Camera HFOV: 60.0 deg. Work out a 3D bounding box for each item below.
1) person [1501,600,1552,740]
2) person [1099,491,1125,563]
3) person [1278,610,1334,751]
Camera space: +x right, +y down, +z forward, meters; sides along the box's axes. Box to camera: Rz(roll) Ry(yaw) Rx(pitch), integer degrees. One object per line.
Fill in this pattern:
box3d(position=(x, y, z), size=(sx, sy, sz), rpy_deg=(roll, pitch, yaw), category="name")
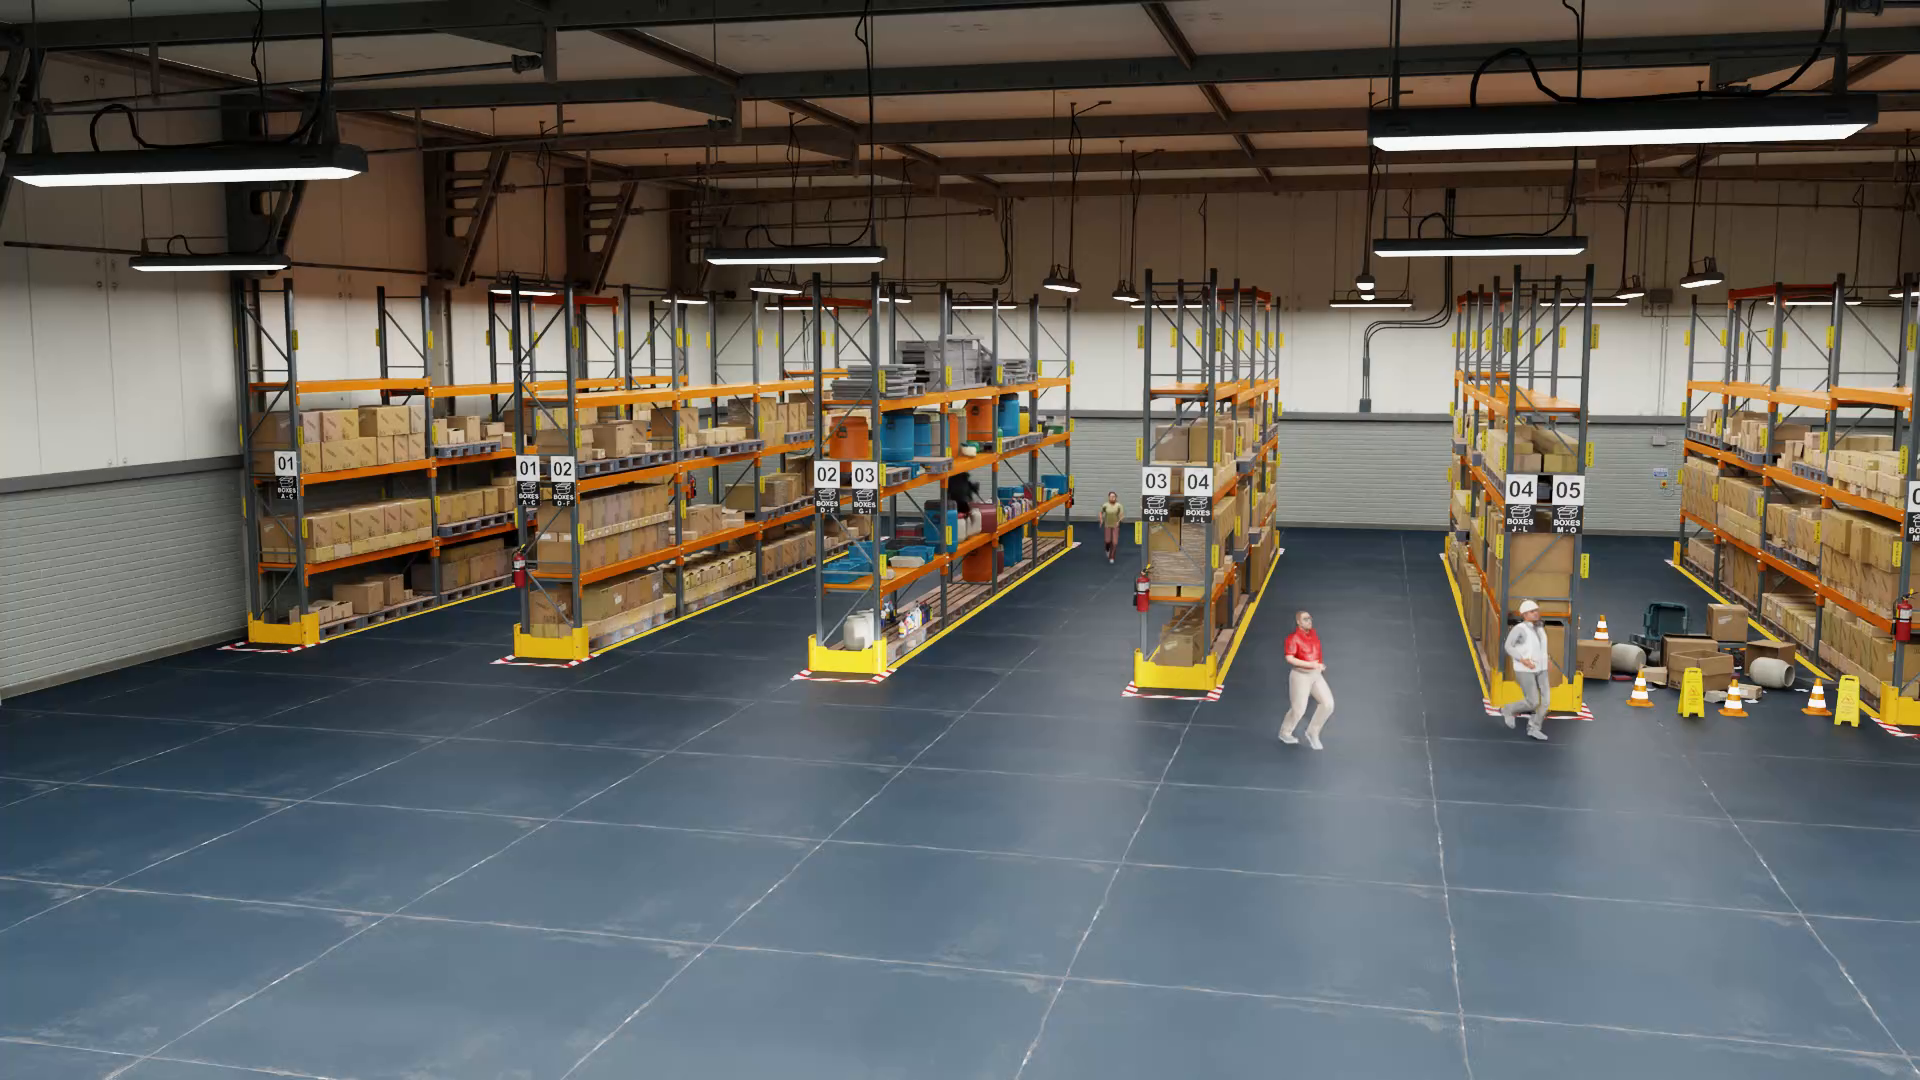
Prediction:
box3d(position=(7.197, 1.635, 21.064), size=(0.676, 1.748, 0.633), rpy_deg=(-4, 8, -29), category="person")
box3d(position=(3.417, -0.286, 37.453), size=(0.573, 1.616, 0.576), rpy_deg=(0, 7, 4), category="person")
box3d(position=(4.263, 1.735, 20.451), size=(0.671, 1.754, 0.737), rpy_deg=(-5, 8, -33), category="person")
